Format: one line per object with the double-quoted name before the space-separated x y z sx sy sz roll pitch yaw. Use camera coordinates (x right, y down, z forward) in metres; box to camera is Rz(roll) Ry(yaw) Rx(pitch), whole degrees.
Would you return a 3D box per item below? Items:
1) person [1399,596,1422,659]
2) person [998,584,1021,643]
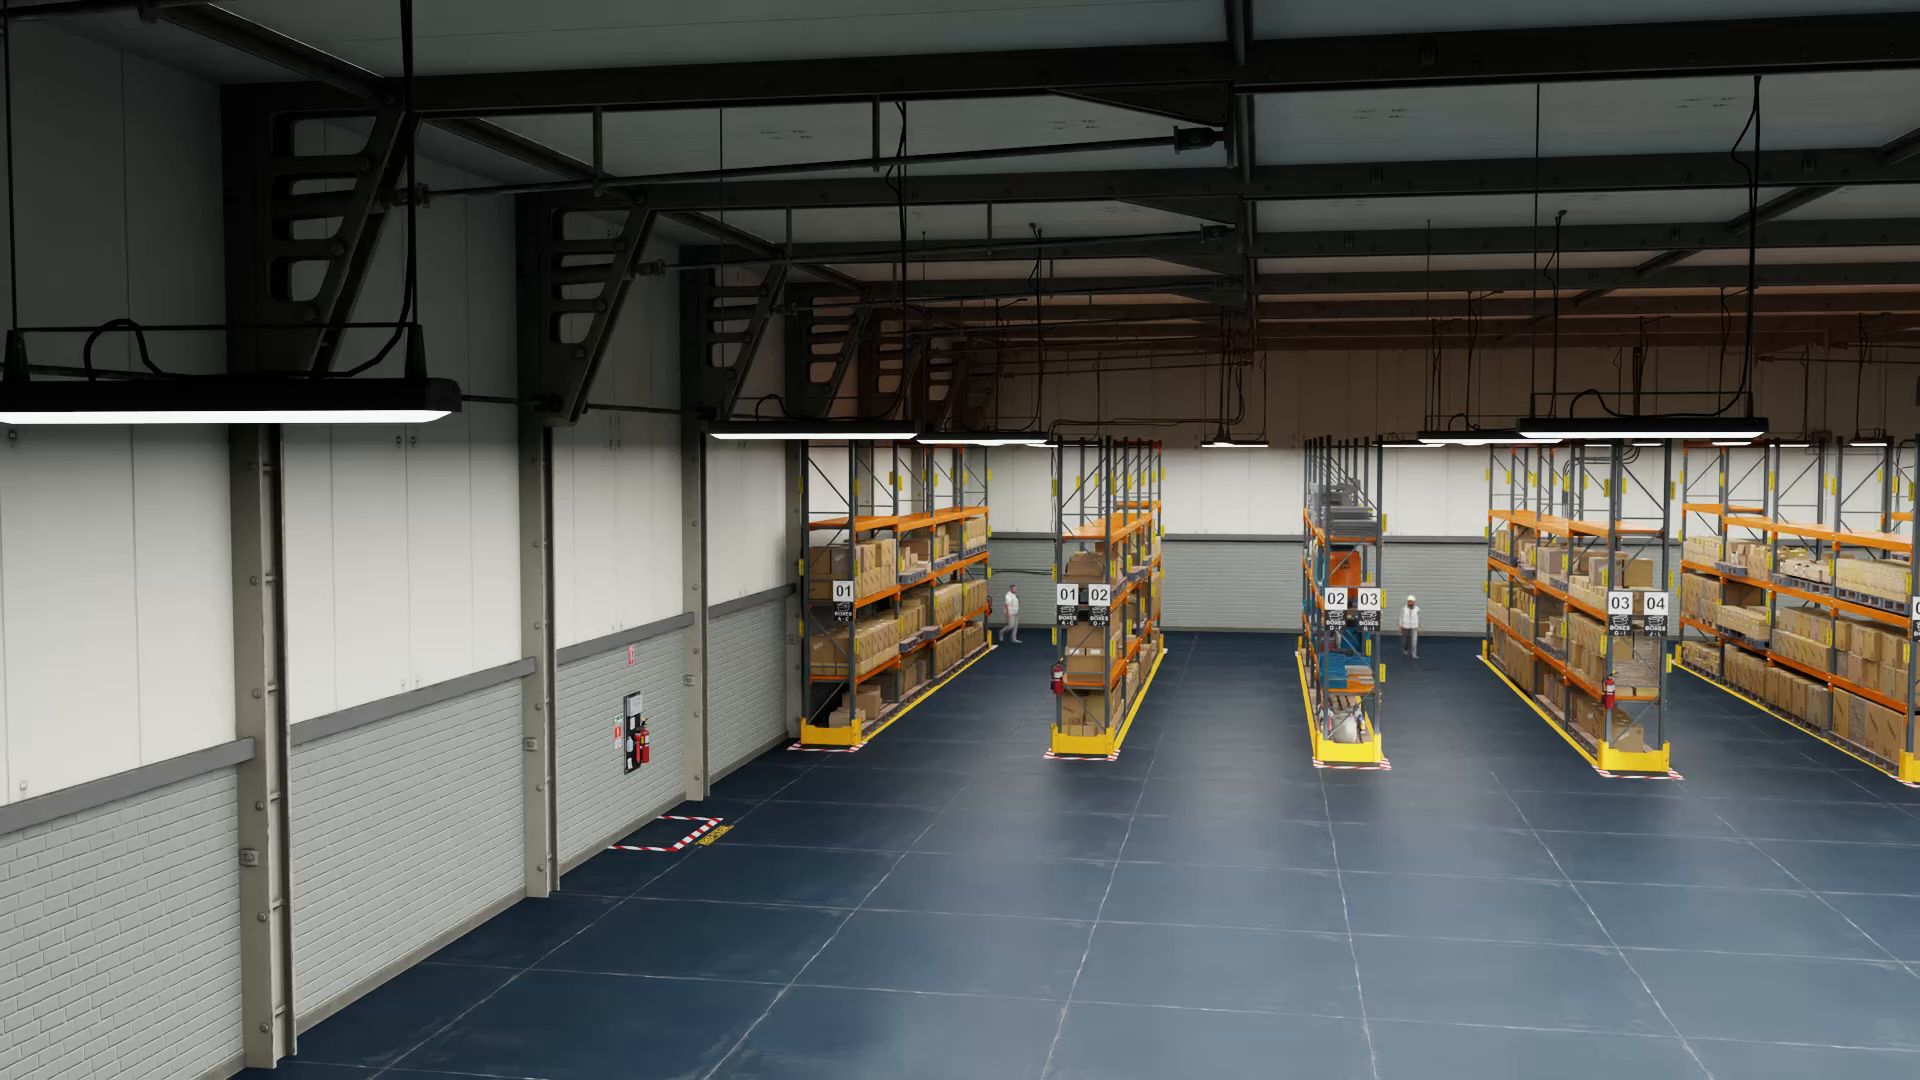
"person" 12.389 2.387 45.719 0.637 1.718 1.084 0 3 7
"person" 1.483 2.179 49.230 0.640 1.738 0.588 2 3 28
